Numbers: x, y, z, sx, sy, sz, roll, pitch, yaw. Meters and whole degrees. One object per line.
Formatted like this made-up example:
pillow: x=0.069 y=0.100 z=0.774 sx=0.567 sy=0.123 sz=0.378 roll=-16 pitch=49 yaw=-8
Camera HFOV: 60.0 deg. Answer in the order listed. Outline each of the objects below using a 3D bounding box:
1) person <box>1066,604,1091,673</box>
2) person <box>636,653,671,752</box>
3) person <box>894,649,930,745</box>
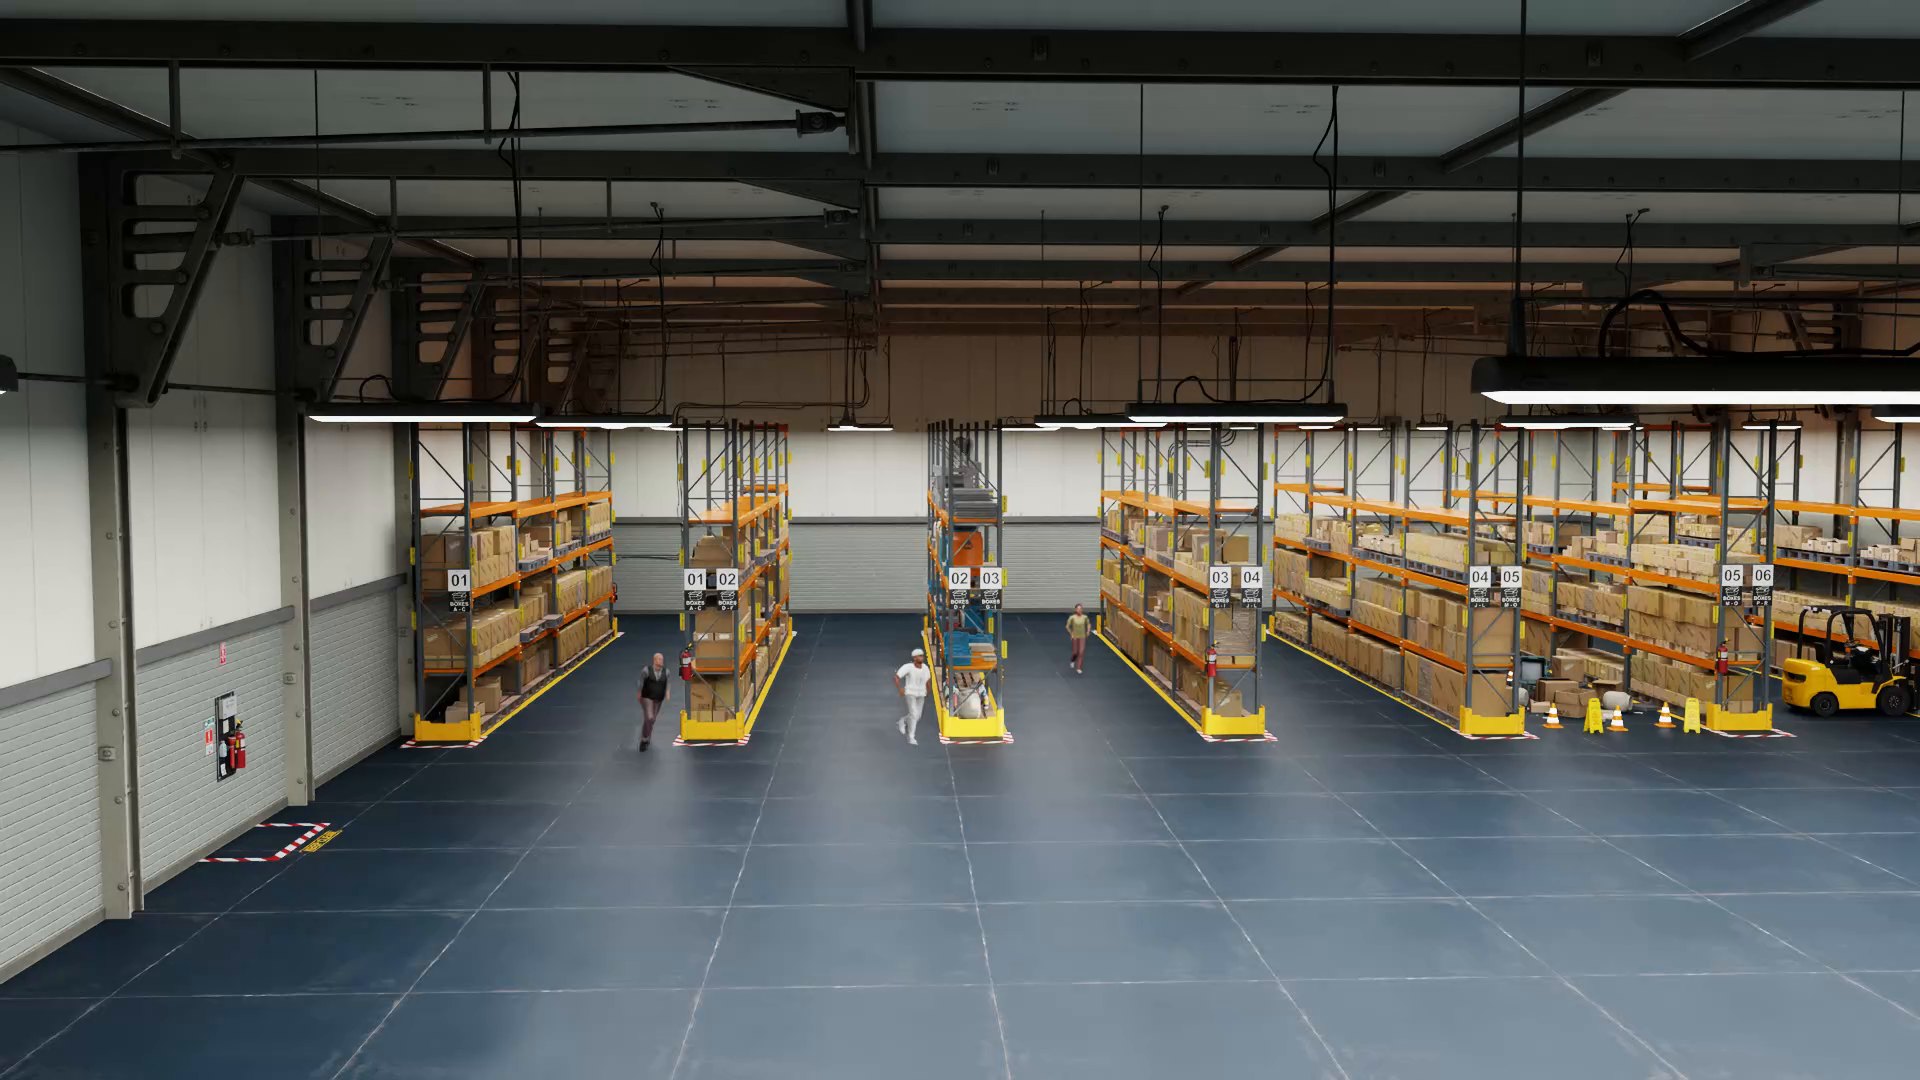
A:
person: x=2.857 y=2.352 z=39.977 sx=0.600 sy=1.647 sz=0.605 roll=0 pitch=4 yaw=-7
person: x=-5.588 y=2.916 z=30.178 sx=0.709 sy=1.719 sz=0.758 roll=-2 pitch=4 yaw=-34
person: x=-0.865 y=2.898 z=31.011 sx=0.753 sy=1.745 sz=0.762 roll=-3 pitch=4 yaw=-35
